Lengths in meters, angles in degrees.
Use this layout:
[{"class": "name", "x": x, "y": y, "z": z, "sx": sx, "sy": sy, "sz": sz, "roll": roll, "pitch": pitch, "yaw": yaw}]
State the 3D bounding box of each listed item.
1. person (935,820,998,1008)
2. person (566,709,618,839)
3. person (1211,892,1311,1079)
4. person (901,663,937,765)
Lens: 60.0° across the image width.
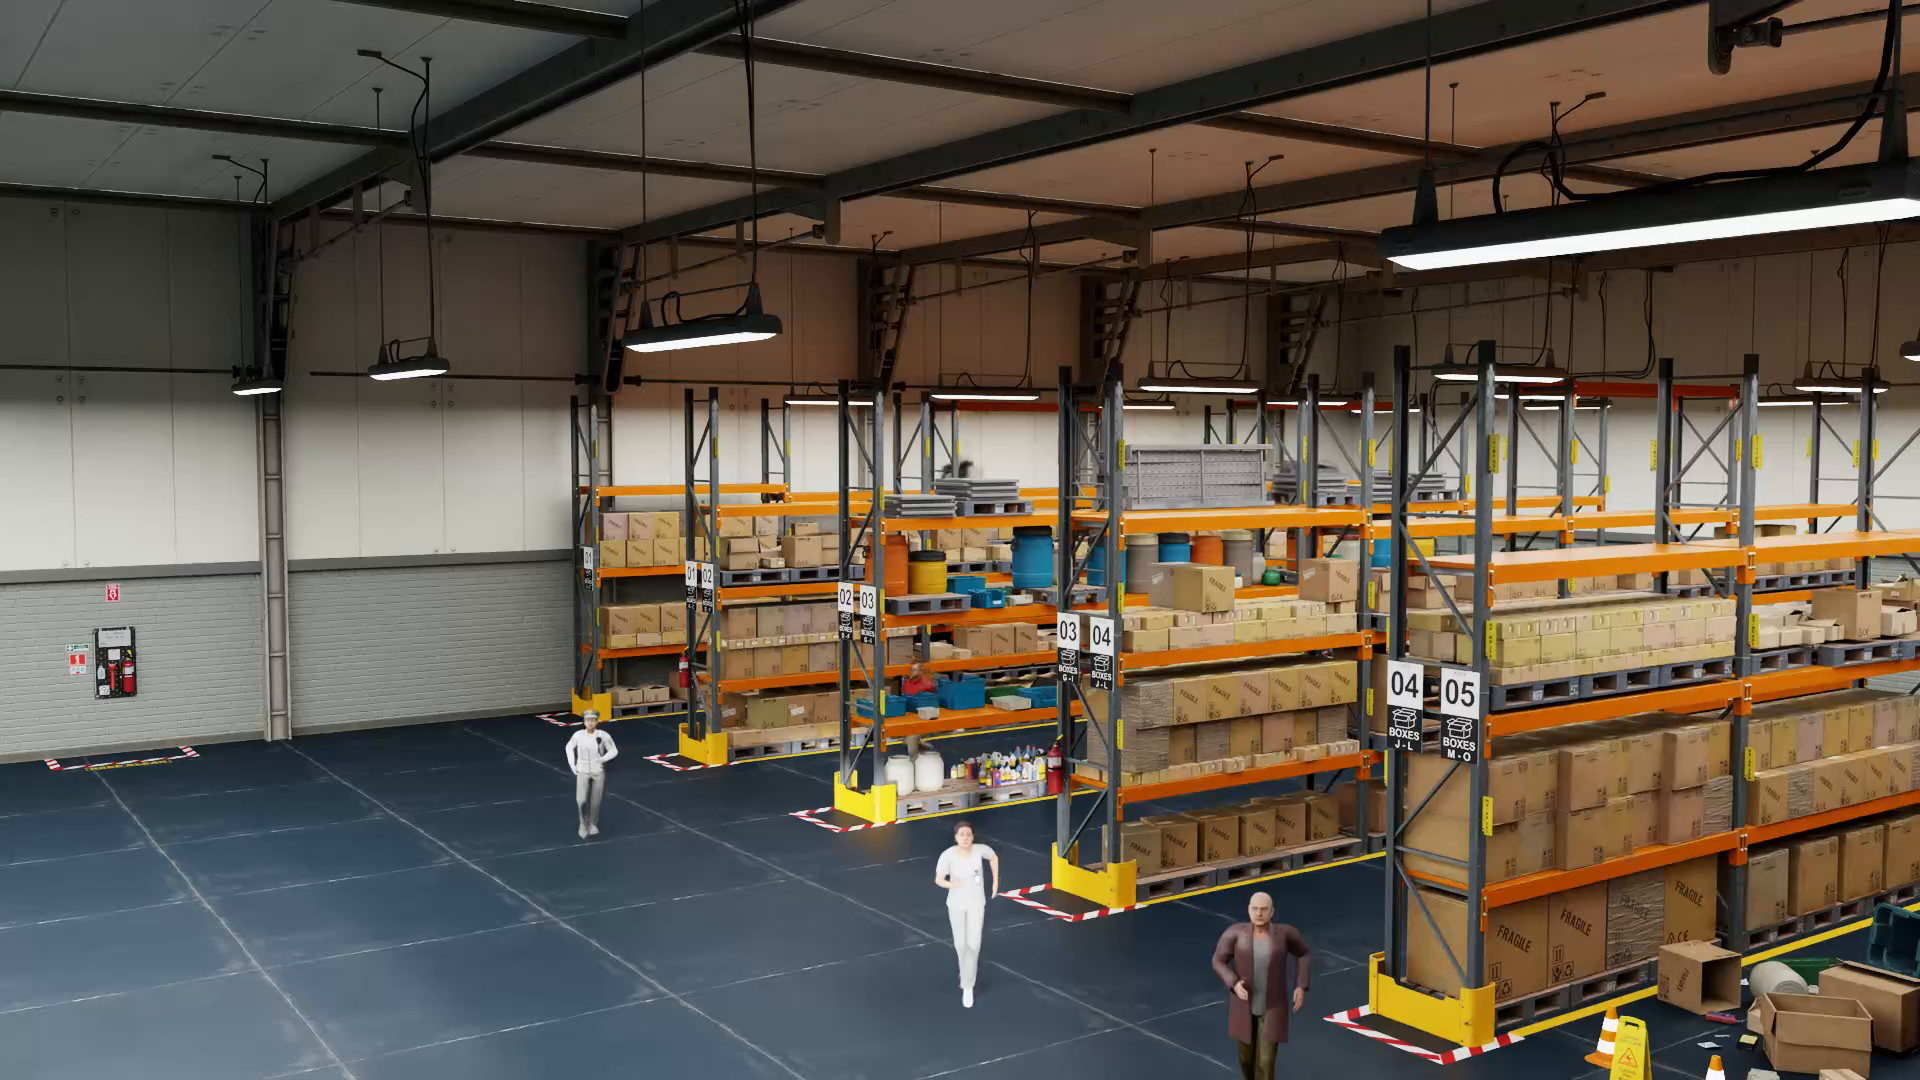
[{"class": "person", "x": 0.063, "y": 3.406, "z": 15.405, "sx": 0.586, "sy": 1.692, "sz": 0.828, "roll": 0, "pitch": 3, "yaw": -1}, {"class": "person", "x": -4.769, "y": 3.025, "z": 21.529, "sx": 0.673, "sy": 1.682, "sz": 0.573, "roll": 0, "pitch": 3, "yaw": -7}, {"class": "person", "x": 2.258, "y": 3.520, "z": 12.501, "sx": 0.732, "sy": 1.794, "sz": 0.933, "roll": 1, "pitch": 4, "yaw": 14}, {"class": "person", "x": -0.641, "y": 2.758, "z": 25.859, "sx": 0.670, "sy": 1.691, "sz": 0.796, "roll": 3, "pitch": 5, "yaw": 42}]
